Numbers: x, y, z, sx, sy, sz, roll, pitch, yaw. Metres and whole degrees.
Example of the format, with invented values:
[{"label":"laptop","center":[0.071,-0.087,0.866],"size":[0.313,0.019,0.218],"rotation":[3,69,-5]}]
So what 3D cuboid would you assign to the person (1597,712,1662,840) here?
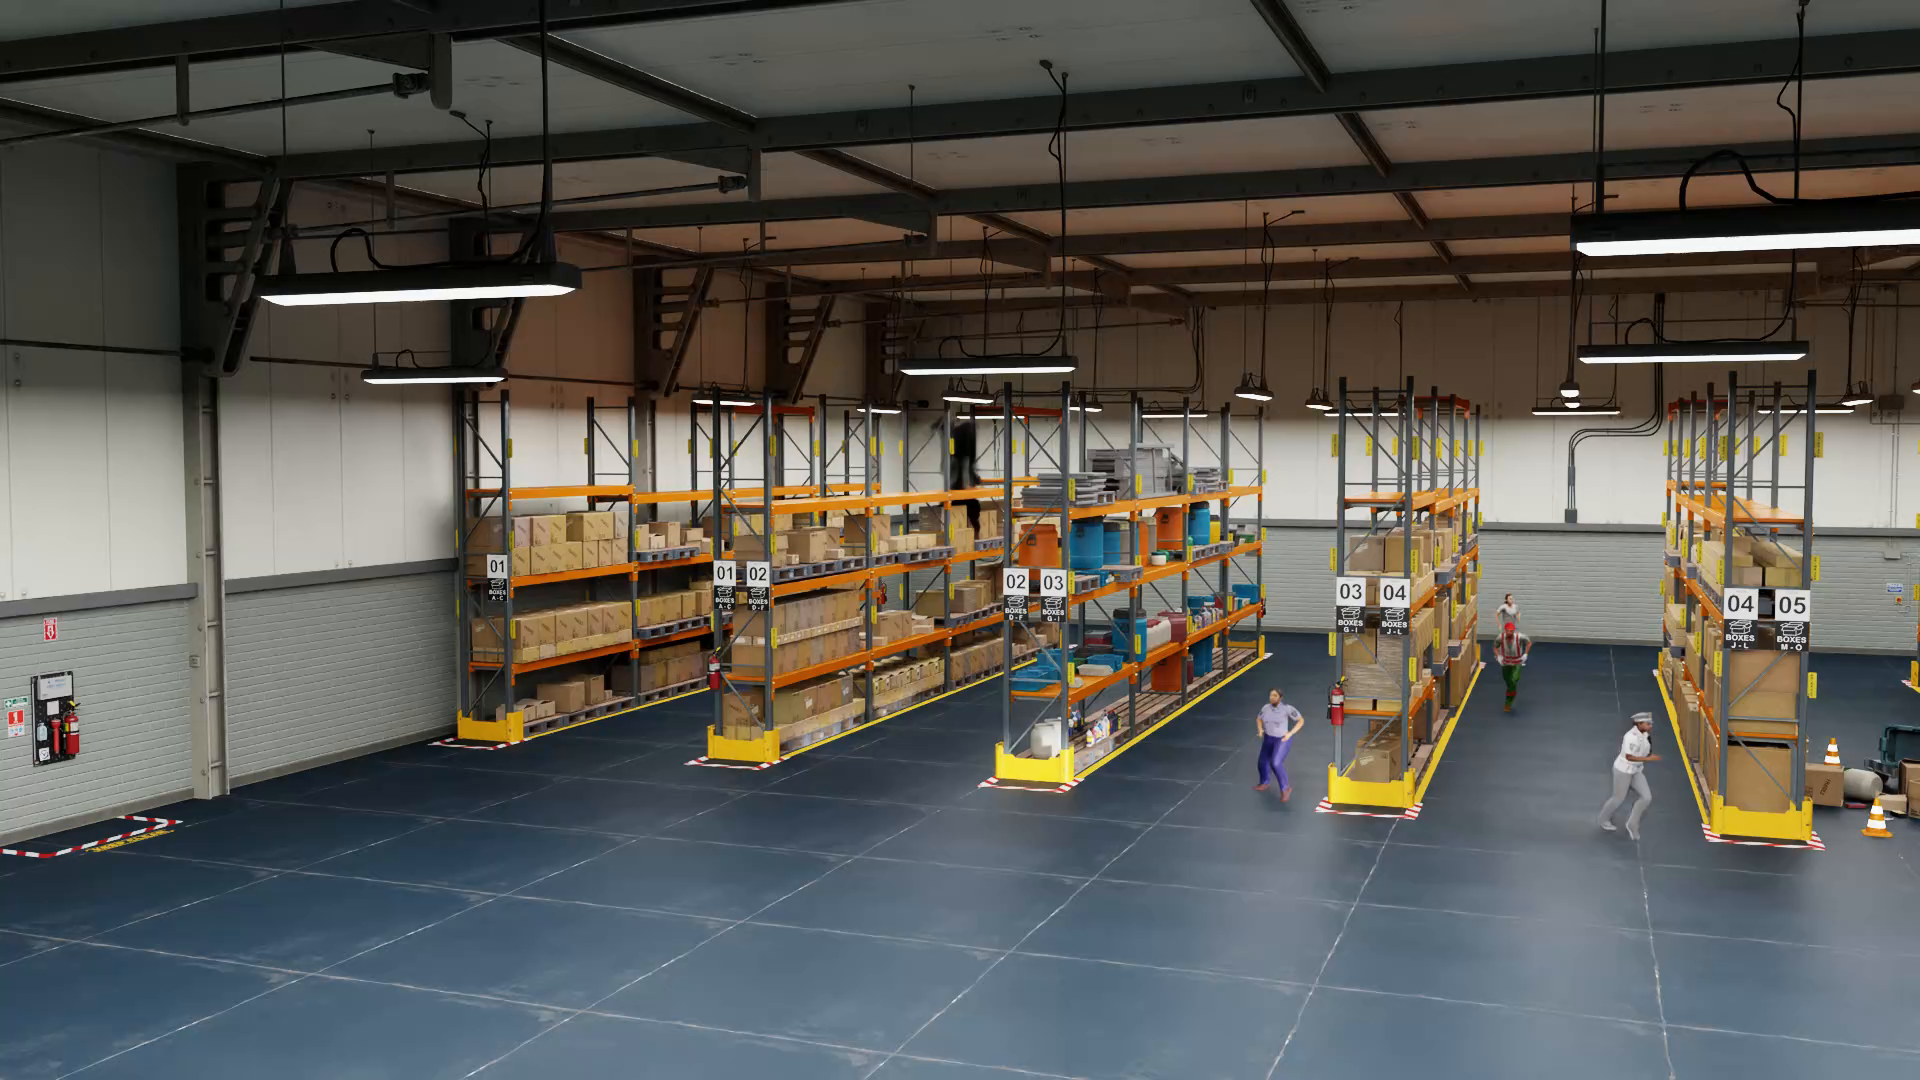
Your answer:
[{"label":"person","center":[8.614,3.034,21.399],"size":[0.566,1.710,0.865],"rotation":[-2,4,-36]}]

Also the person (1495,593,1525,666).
[{"label":"person","center":[12.704,2.065,38.563],"size":[0.608,1.678,0.836],"rotation":[-2,4,-29]}]

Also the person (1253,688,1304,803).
[{"label":"person","center":[4.500,2.909,23.798],"size":[0.815,1.622,0.699],"rotation":[3,4,39]}]

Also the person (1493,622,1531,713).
[{"label":"person","center":[10.600,2.408,31.927],"size":[0.687,1.730,1.047],"rotation":[1,3,22]}]
